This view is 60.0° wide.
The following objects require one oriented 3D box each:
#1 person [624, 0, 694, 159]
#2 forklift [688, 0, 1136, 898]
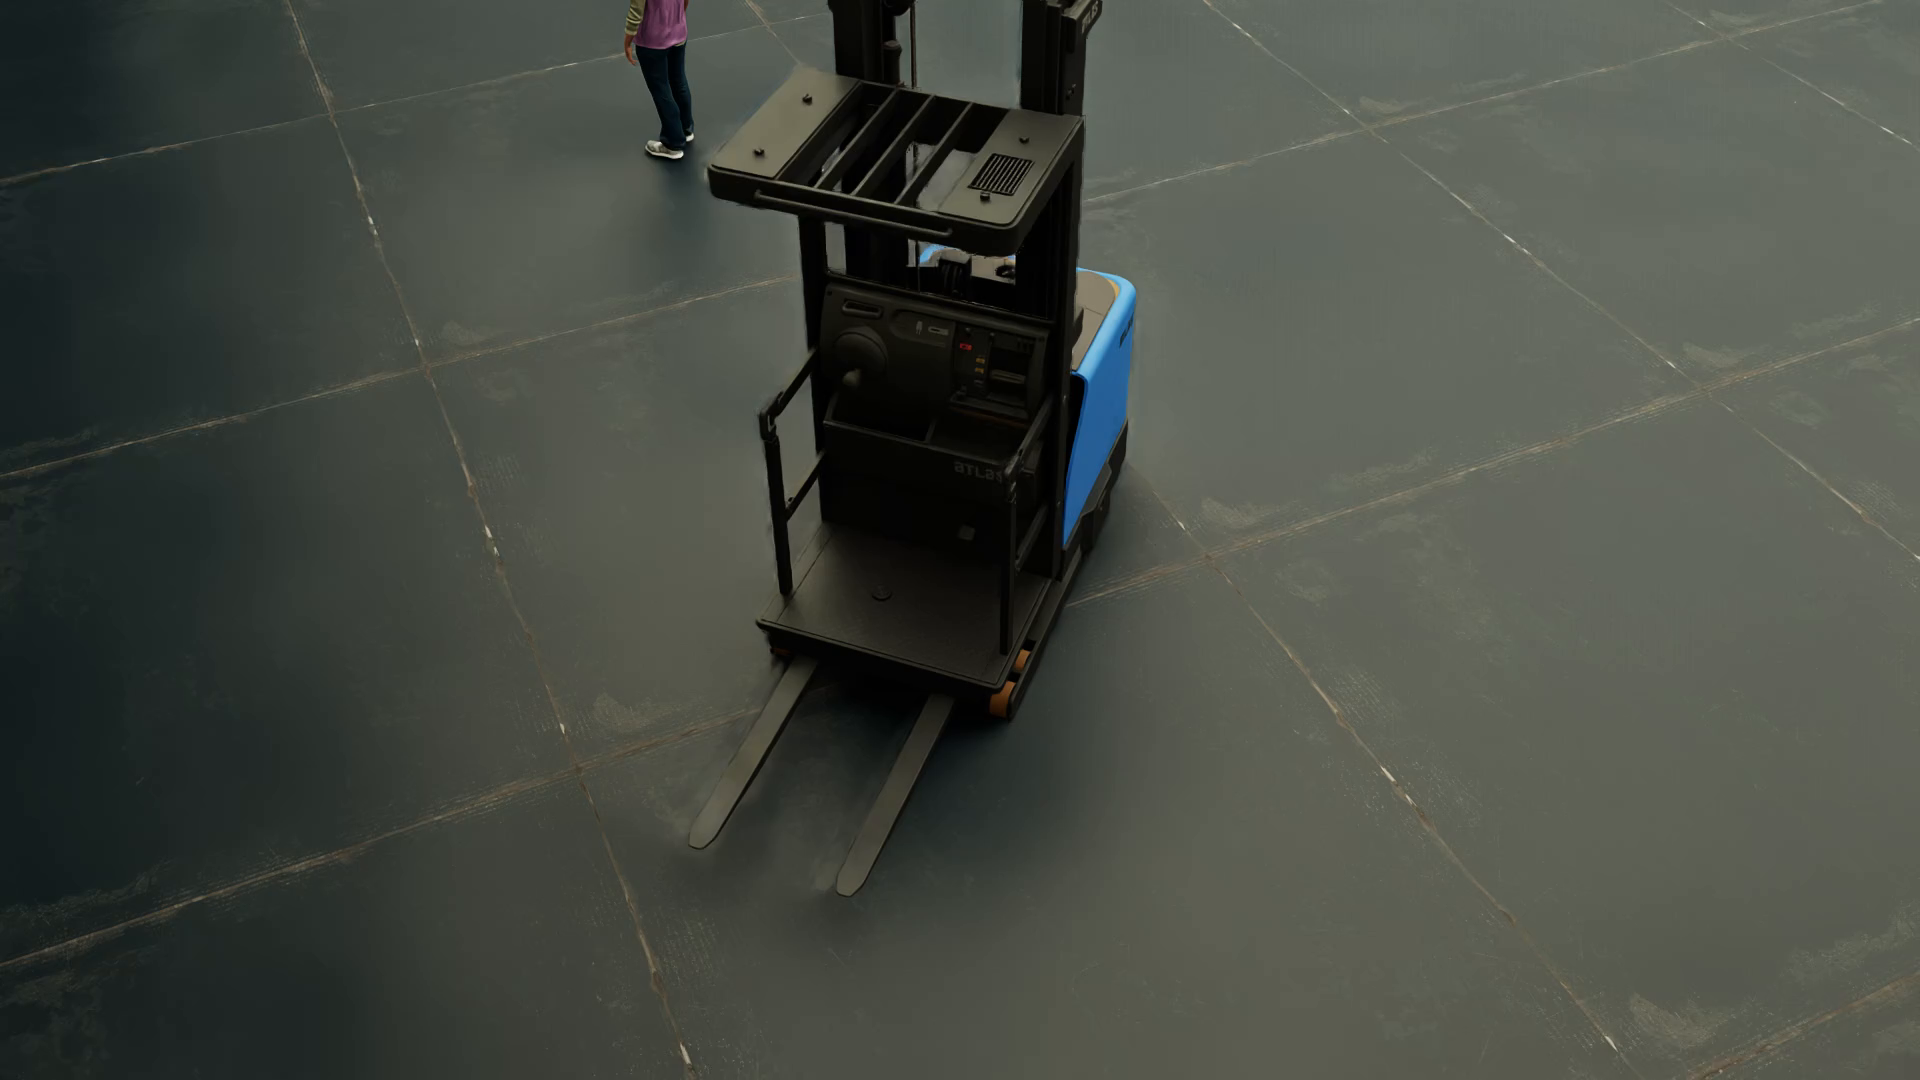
[{"bbox_3d":[-1.827,-3.012,9.876,0.473,1.598,0.518,29,50,27],"label":"person"},{"bbox_3d":[-0.183,-0.644,6.370,1.130,2.935,3.031,14,45,15],"label":"forklift"}]
